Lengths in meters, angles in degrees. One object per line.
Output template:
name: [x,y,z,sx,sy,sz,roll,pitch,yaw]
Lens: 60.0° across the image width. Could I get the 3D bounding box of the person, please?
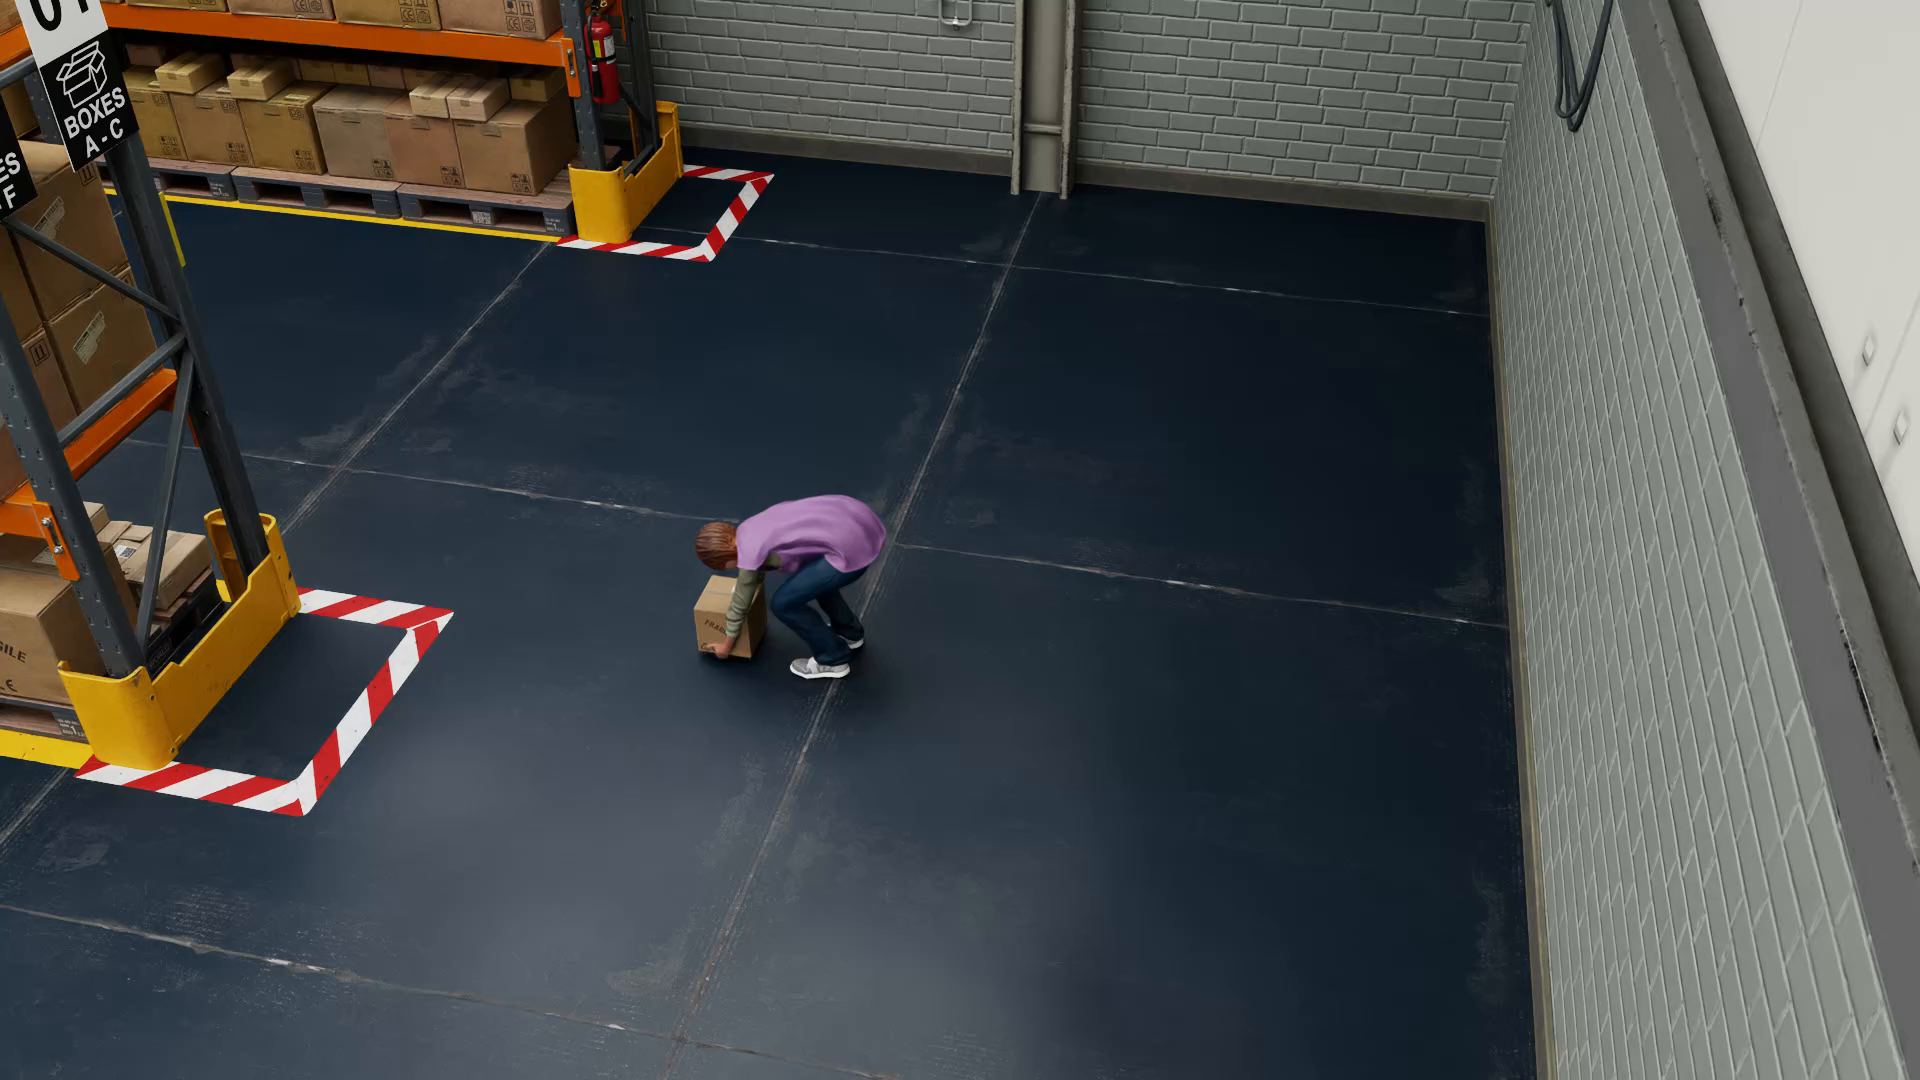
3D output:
person: [-0.743,0.186,7.364,0.854,0.824,0.401,6,37,8]
